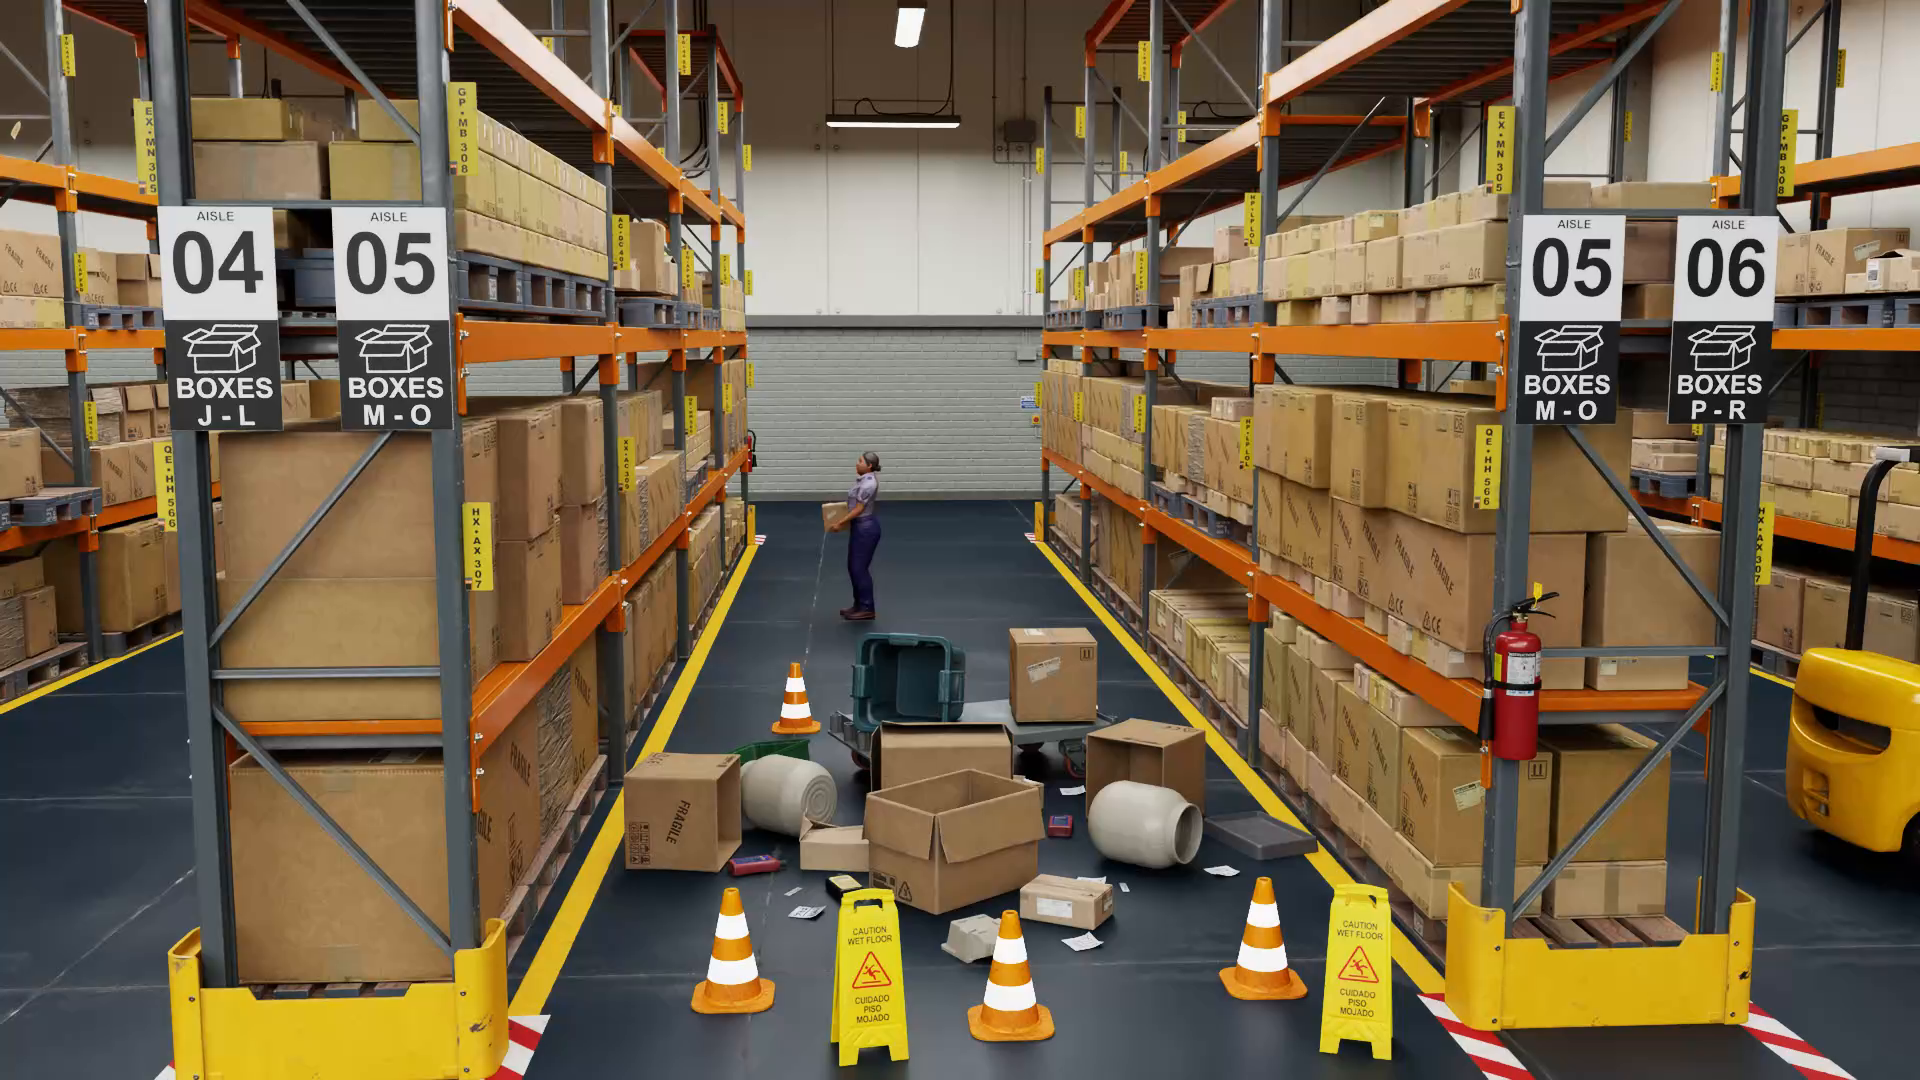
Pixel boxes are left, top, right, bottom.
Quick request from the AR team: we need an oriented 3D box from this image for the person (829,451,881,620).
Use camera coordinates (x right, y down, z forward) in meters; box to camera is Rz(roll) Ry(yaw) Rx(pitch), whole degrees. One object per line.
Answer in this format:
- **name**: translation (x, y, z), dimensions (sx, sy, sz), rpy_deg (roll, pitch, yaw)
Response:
- **person**: translation (-1.026, -0.054, 16.301), dimensions (0.517, 1.634, 0.452), rpy_deg (0, 7, -3)
